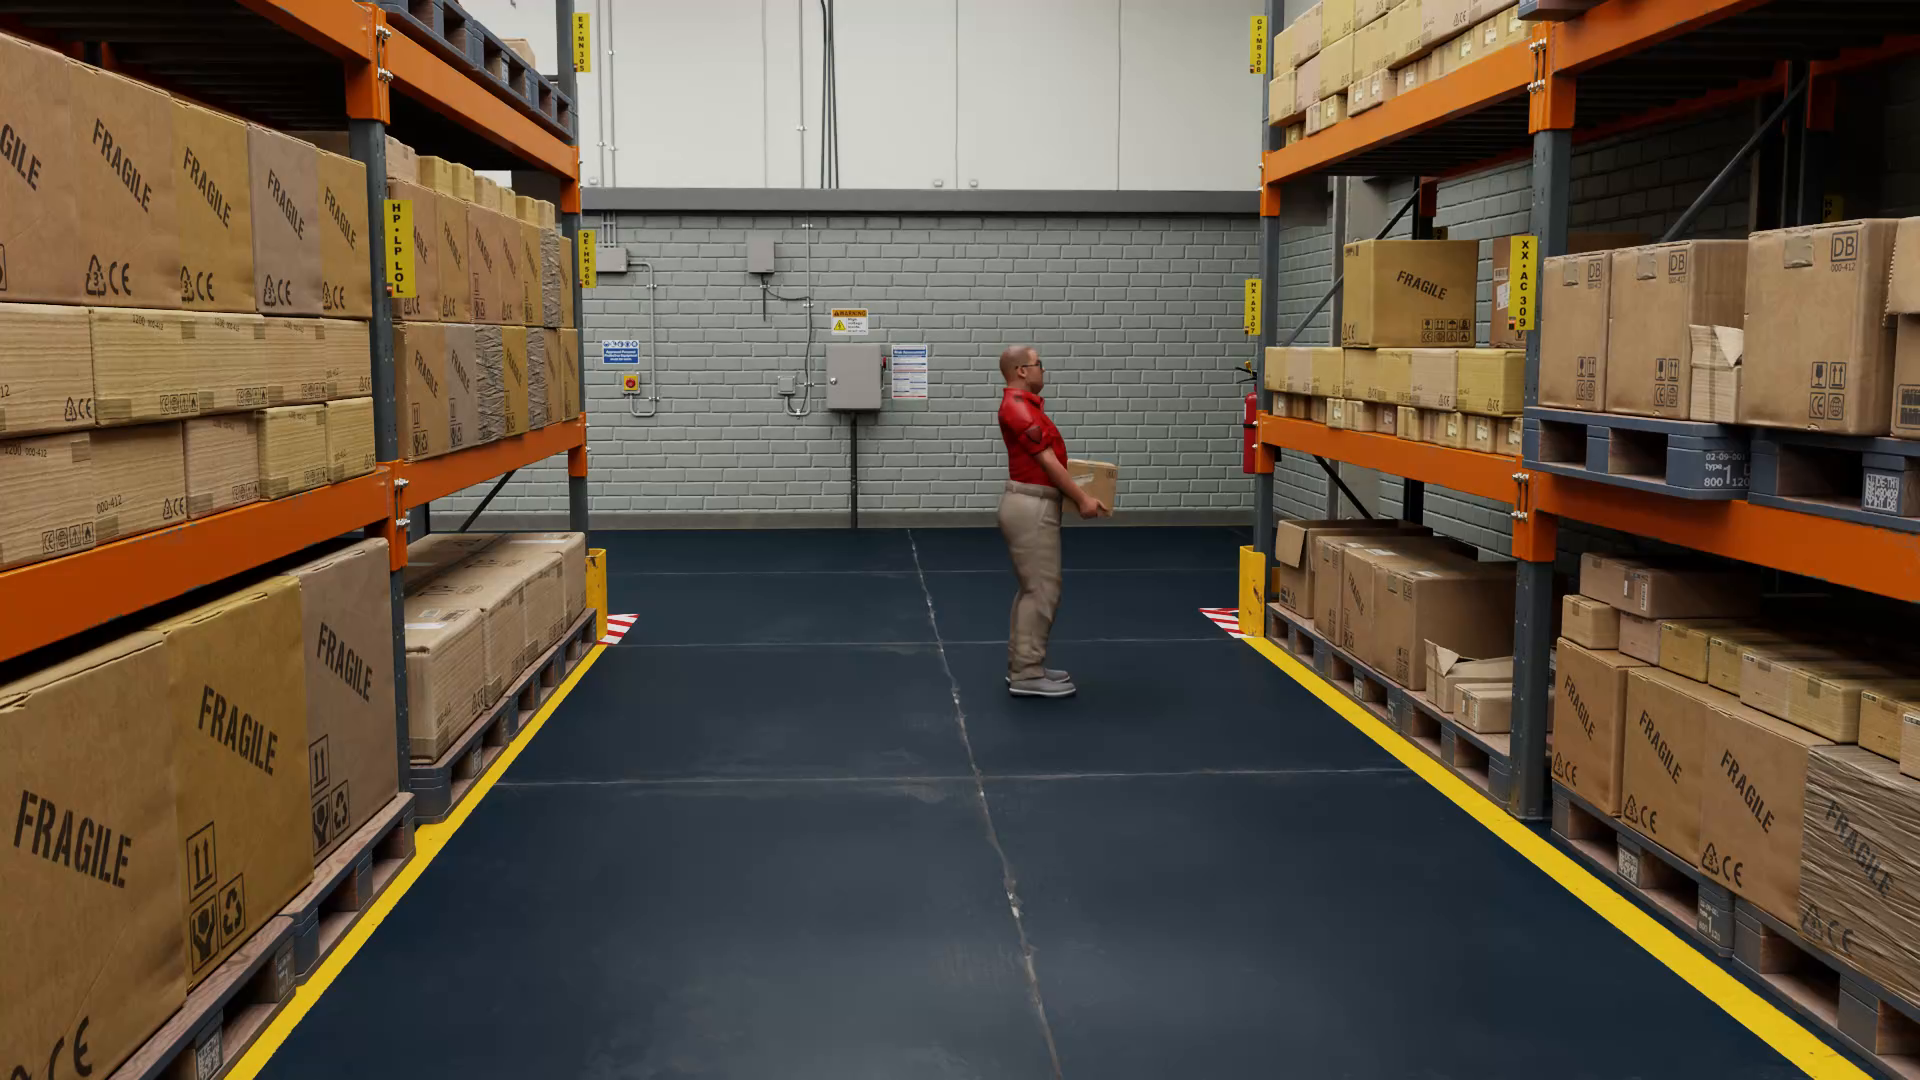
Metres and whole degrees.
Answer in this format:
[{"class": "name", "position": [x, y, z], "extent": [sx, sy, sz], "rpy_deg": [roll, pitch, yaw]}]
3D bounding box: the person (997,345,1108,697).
[{"class": "person", "position": [0.449, -0.105, 8.247], "extent": [0.531, 1.713, 0.494], "rpy_deg": [0, 7, -3]}]
